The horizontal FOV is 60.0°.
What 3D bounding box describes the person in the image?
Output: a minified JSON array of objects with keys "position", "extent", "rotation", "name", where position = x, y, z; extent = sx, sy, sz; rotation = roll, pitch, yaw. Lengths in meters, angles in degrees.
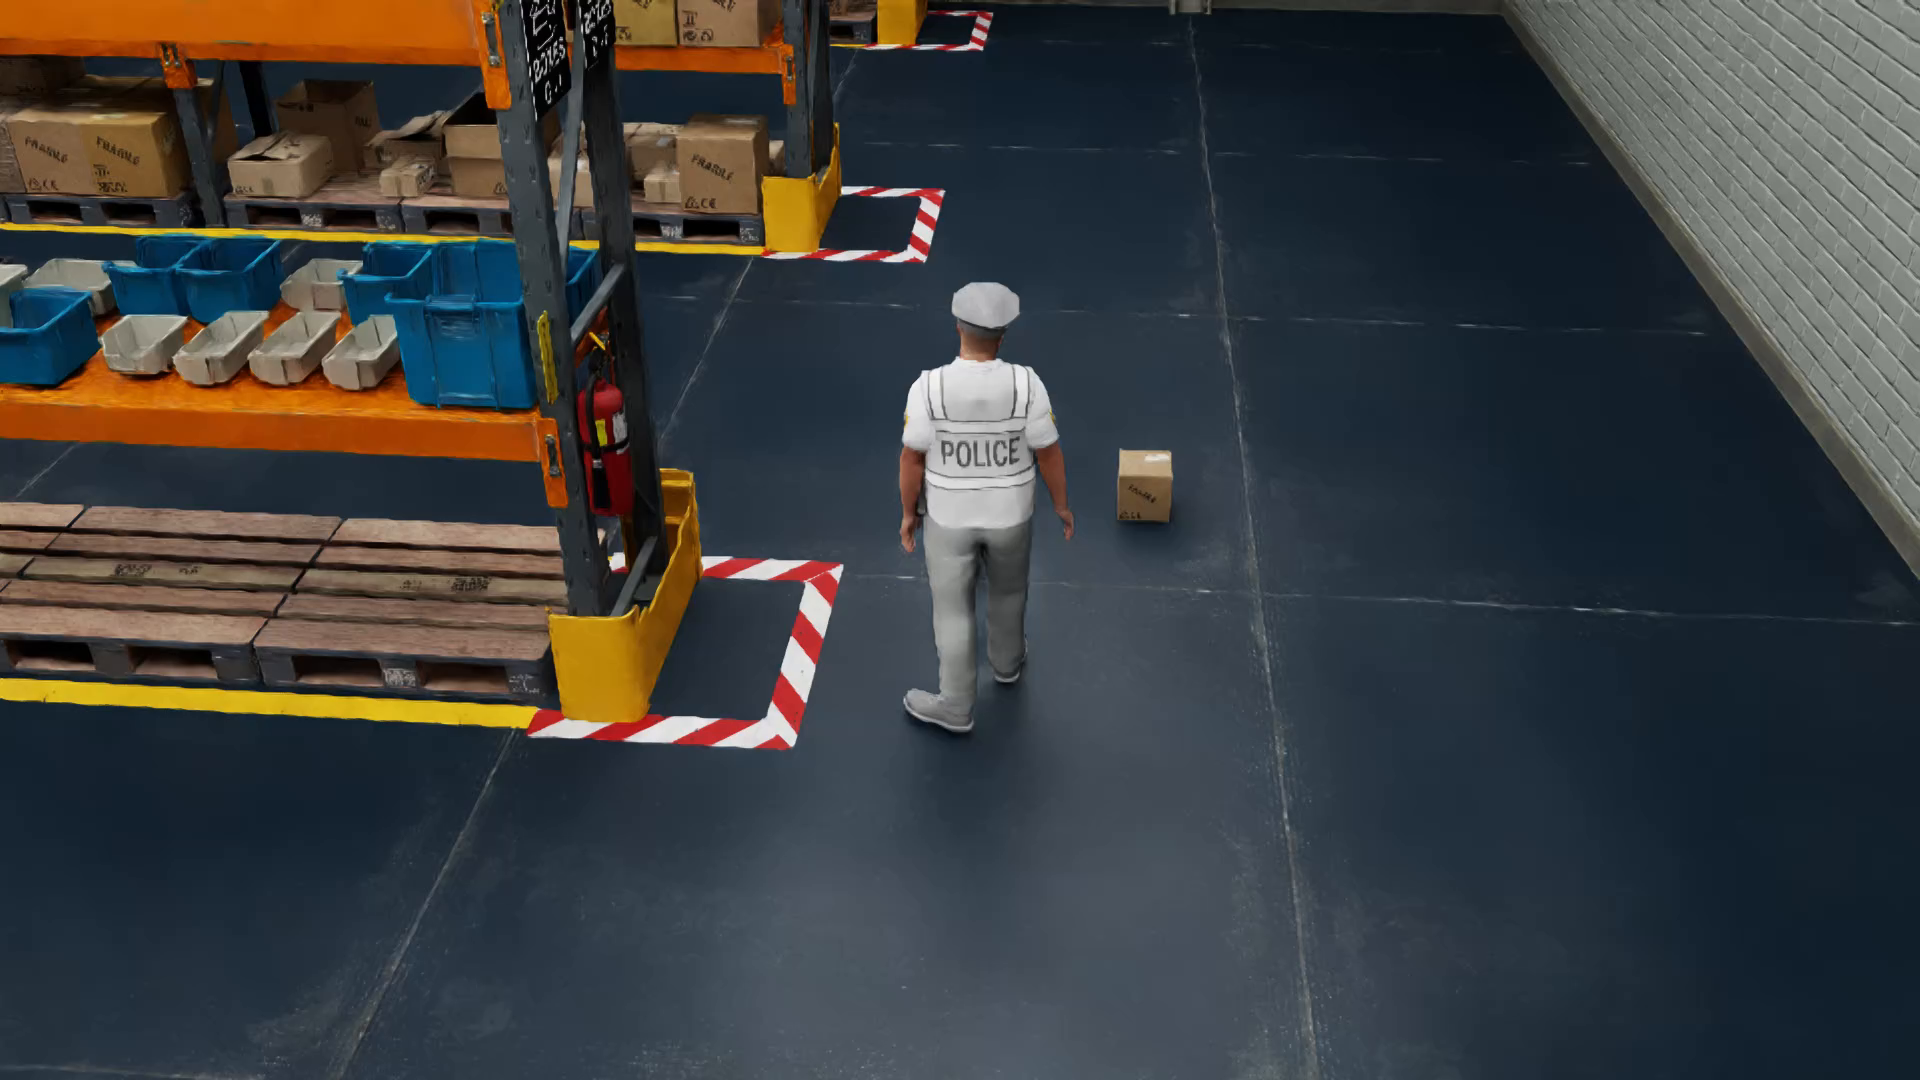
[{"position":[0.093,-0.147,6.334],"extent":[0.672,1.744,0.633],"rotation":[-5,32,-8],"name":"person"}]
